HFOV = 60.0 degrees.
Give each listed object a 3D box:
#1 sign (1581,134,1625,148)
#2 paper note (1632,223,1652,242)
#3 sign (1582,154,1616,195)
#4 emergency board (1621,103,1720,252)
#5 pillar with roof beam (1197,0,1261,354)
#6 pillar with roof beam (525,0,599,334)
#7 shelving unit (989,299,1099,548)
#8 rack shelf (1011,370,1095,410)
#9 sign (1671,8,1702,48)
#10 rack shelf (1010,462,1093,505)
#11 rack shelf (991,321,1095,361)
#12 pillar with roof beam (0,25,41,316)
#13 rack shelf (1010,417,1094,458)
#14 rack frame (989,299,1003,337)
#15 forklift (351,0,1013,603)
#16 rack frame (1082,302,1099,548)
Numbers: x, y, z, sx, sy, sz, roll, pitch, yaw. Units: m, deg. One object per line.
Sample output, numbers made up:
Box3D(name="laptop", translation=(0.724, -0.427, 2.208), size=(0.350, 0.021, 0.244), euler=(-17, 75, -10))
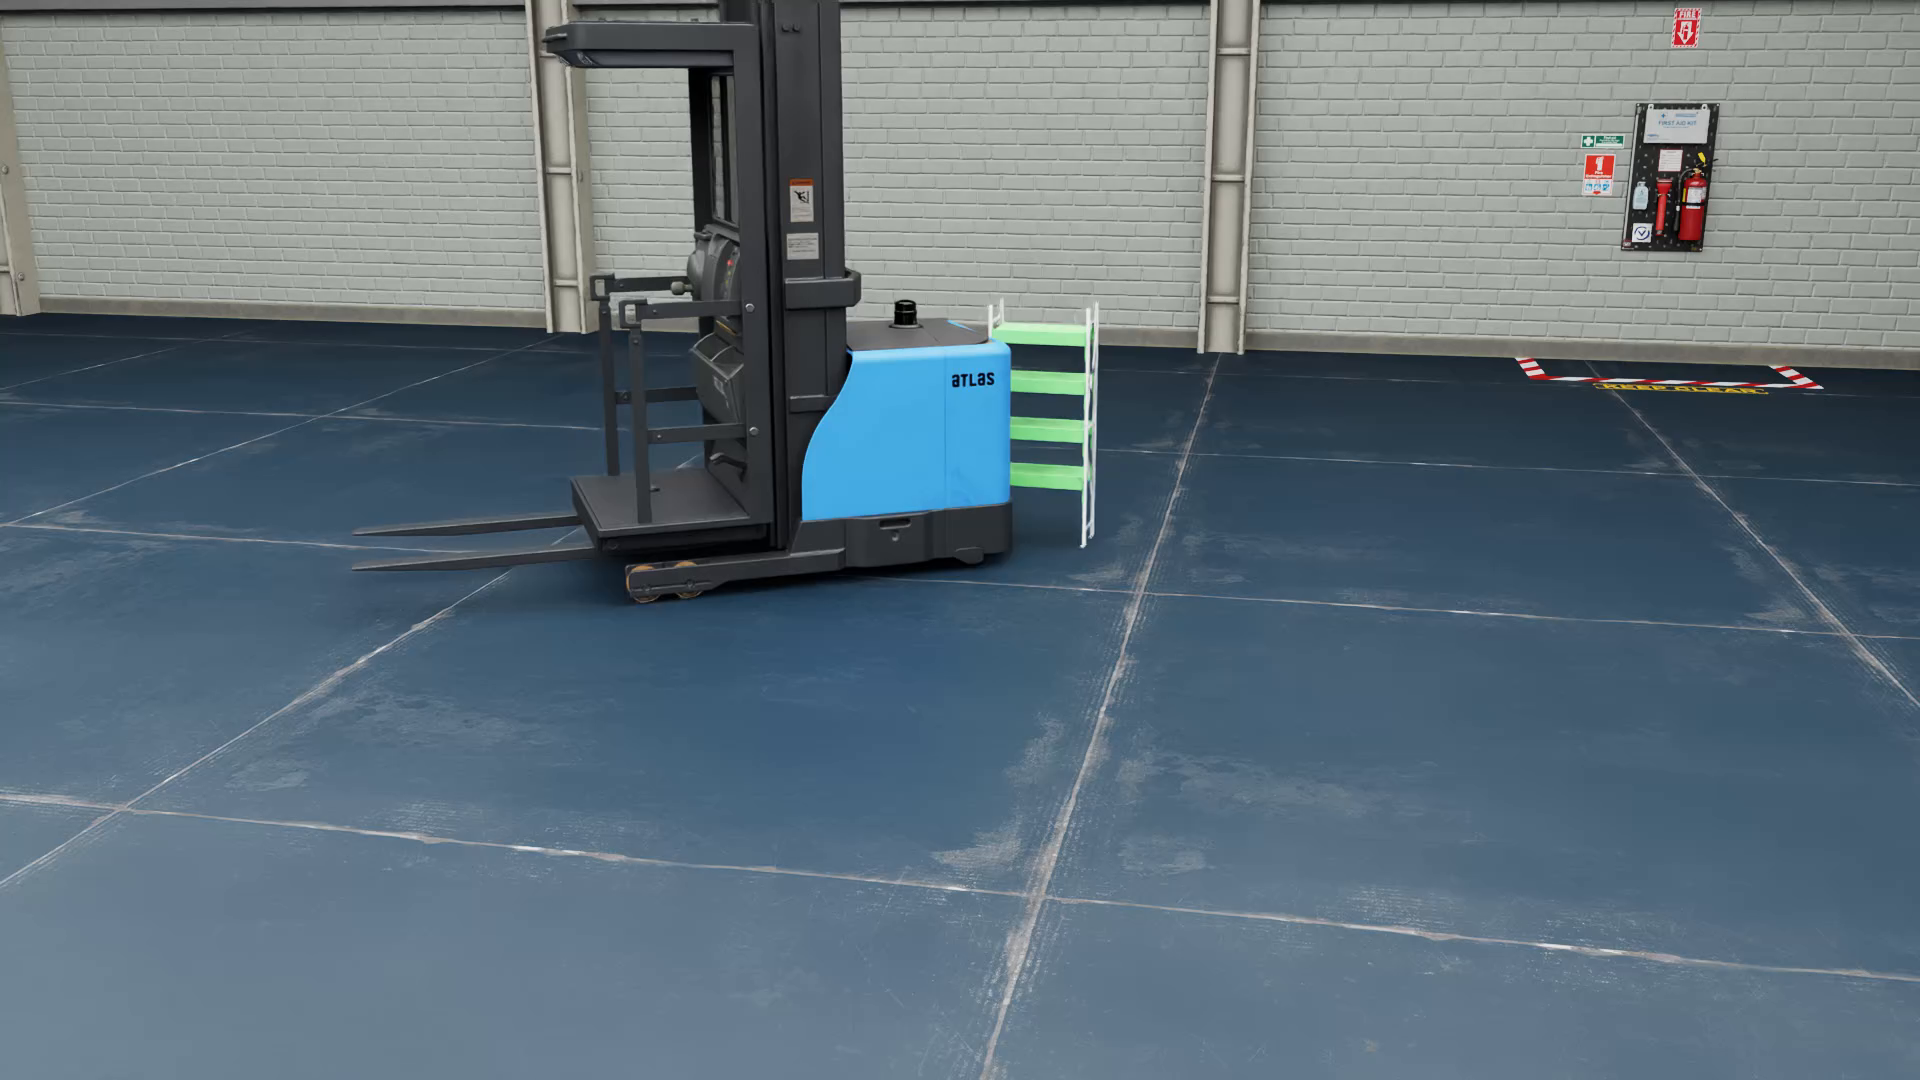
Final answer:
Box3D(name="sign", translation=(5.211, -3.232, 13.480), size=(0.331, 0.109, 0.001), euler=(3, 16, 11))
Box3D(name="paper note", translation=(5.570, -2.508, 13.578), size=(0.142, 0.148, 0.016), euler=(3, 16, 11))
Box3D(name="sign", translation=(5.208, -2.979, 13.560), size=(0.234, 0.329, 0.001), euler=(3, 16, 11))
Box3D(name="emergency board", translation=(5.729, -2.905, 13.361), size=(0.643, 1.169, 0.194), euler=(3, 16, 11))
Box3D(name="pillar with roof beam", translation=(1.406, -4.848, 9.137), size=(0.400, 9.000, 9.100), euler=(3, 16, 11))
Box3D(name="pillar with roof beam", translation=(-4.474, -5.167, 10.289), size=(0.400, 9.000, 9.100), euler=(3, 16, 11))
Box3D(name="shelving unit", translation=(0.416, -0.589, 8.369), size=(0.503, 1.200, 0.258), euler=(4, 16, 15))
Box3D(name="rack shelf", translation=(0.416, -0.758, 8.322), size=(0.480, 0.148, 0.258), euler=(4, 16, 15))
Box3D(name="sign", translation=(5.741, -4.049, 13.148), size=(0.199, 0.298, 0.001), euler=(3, 16, 11))
Box3D(name="rack shelf", translation=(0.416, -0.296, 8.450), size=(0.480, 0.148, 0.258), euler=(4, 16, 15))
Box3D(name="rack shelf", translation=(0.416, -0.990, 8.258), size=(0.480, 0.148, 0.258), euler=(4, 16, 15))
Box3D(name="pillar with roof beam", translation=(-10.353, -5.486, 11.441), size=(0.400, 9.000, 9.100), euler=(3, 16, 11))
Box3D(name="rack shelf", translation=(0.416, -0.527, 8.386), size=(0.480, 0.148, 0.258), euler=(4, 16, 15))
Box3D(name="rack frame", translation=(0.181, -0.606, 8.430), size=(0.015, 1.200, 0.240), euler=(4, 16, 15))
Box3D(name="forklift", translation=(-1.319, -1.289, 7.657), size=(3.031, 2.935, 1.130), euler=(-5, 16, -19))
Box3D(name="rack frame", translation=(0.652, -0.572, 8.308), size=(0.015, 1.200, 0.240), euler=(4, 16, 15))
